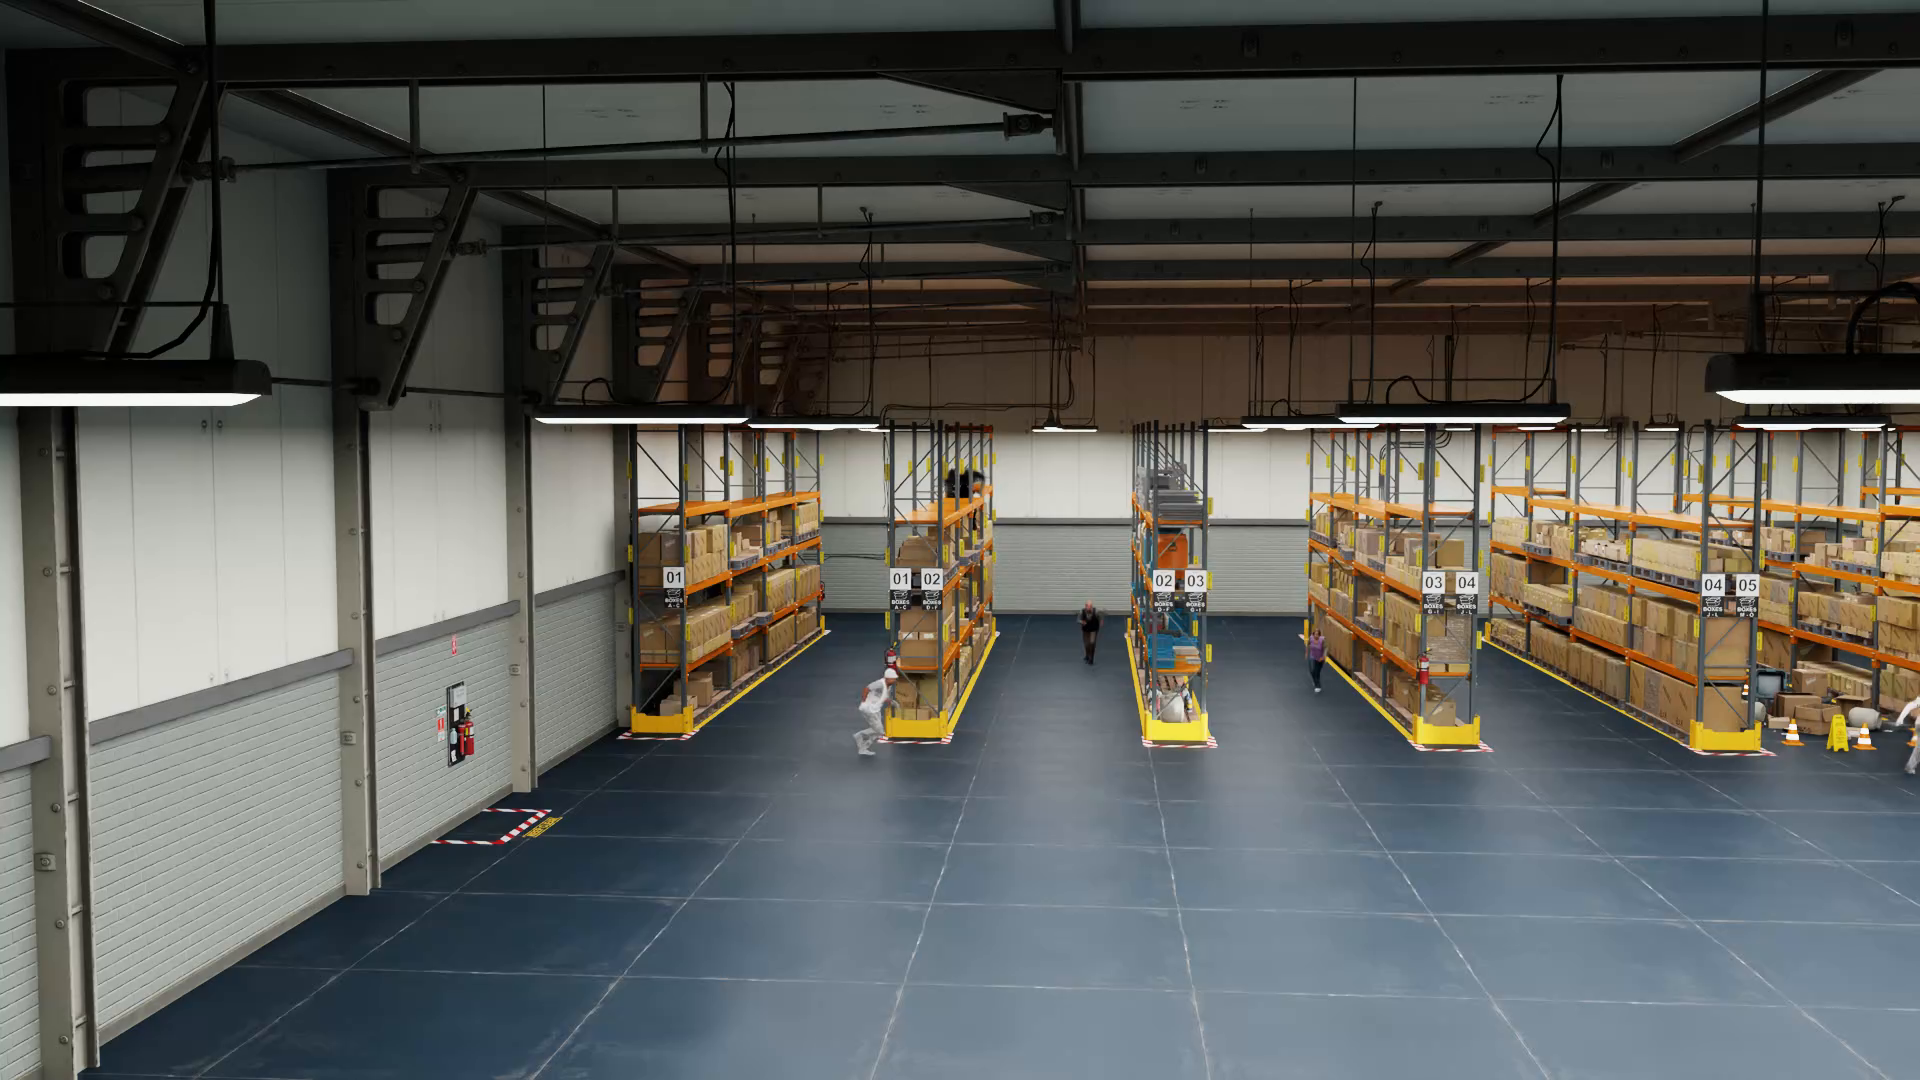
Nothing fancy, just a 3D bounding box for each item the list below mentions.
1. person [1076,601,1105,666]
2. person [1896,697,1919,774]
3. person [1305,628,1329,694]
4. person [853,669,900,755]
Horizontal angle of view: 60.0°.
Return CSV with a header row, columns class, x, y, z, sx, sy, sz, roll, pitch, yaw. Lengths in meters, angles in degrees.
class,x,y,z,sx,sy,sz,roll,pitch,yaw
person,3.257,2.318,41.467,0.704,1.665,0.986,0,4,7
person,16.311,3.174,28.010,0.779,1.597,0.640,0,4,4
person,7.969,2.655,37.065,0.530,1.448,0.963,1,4,17
person,-1.501,3.065,29.545,0.850,1.583,0.713,1,4,19
